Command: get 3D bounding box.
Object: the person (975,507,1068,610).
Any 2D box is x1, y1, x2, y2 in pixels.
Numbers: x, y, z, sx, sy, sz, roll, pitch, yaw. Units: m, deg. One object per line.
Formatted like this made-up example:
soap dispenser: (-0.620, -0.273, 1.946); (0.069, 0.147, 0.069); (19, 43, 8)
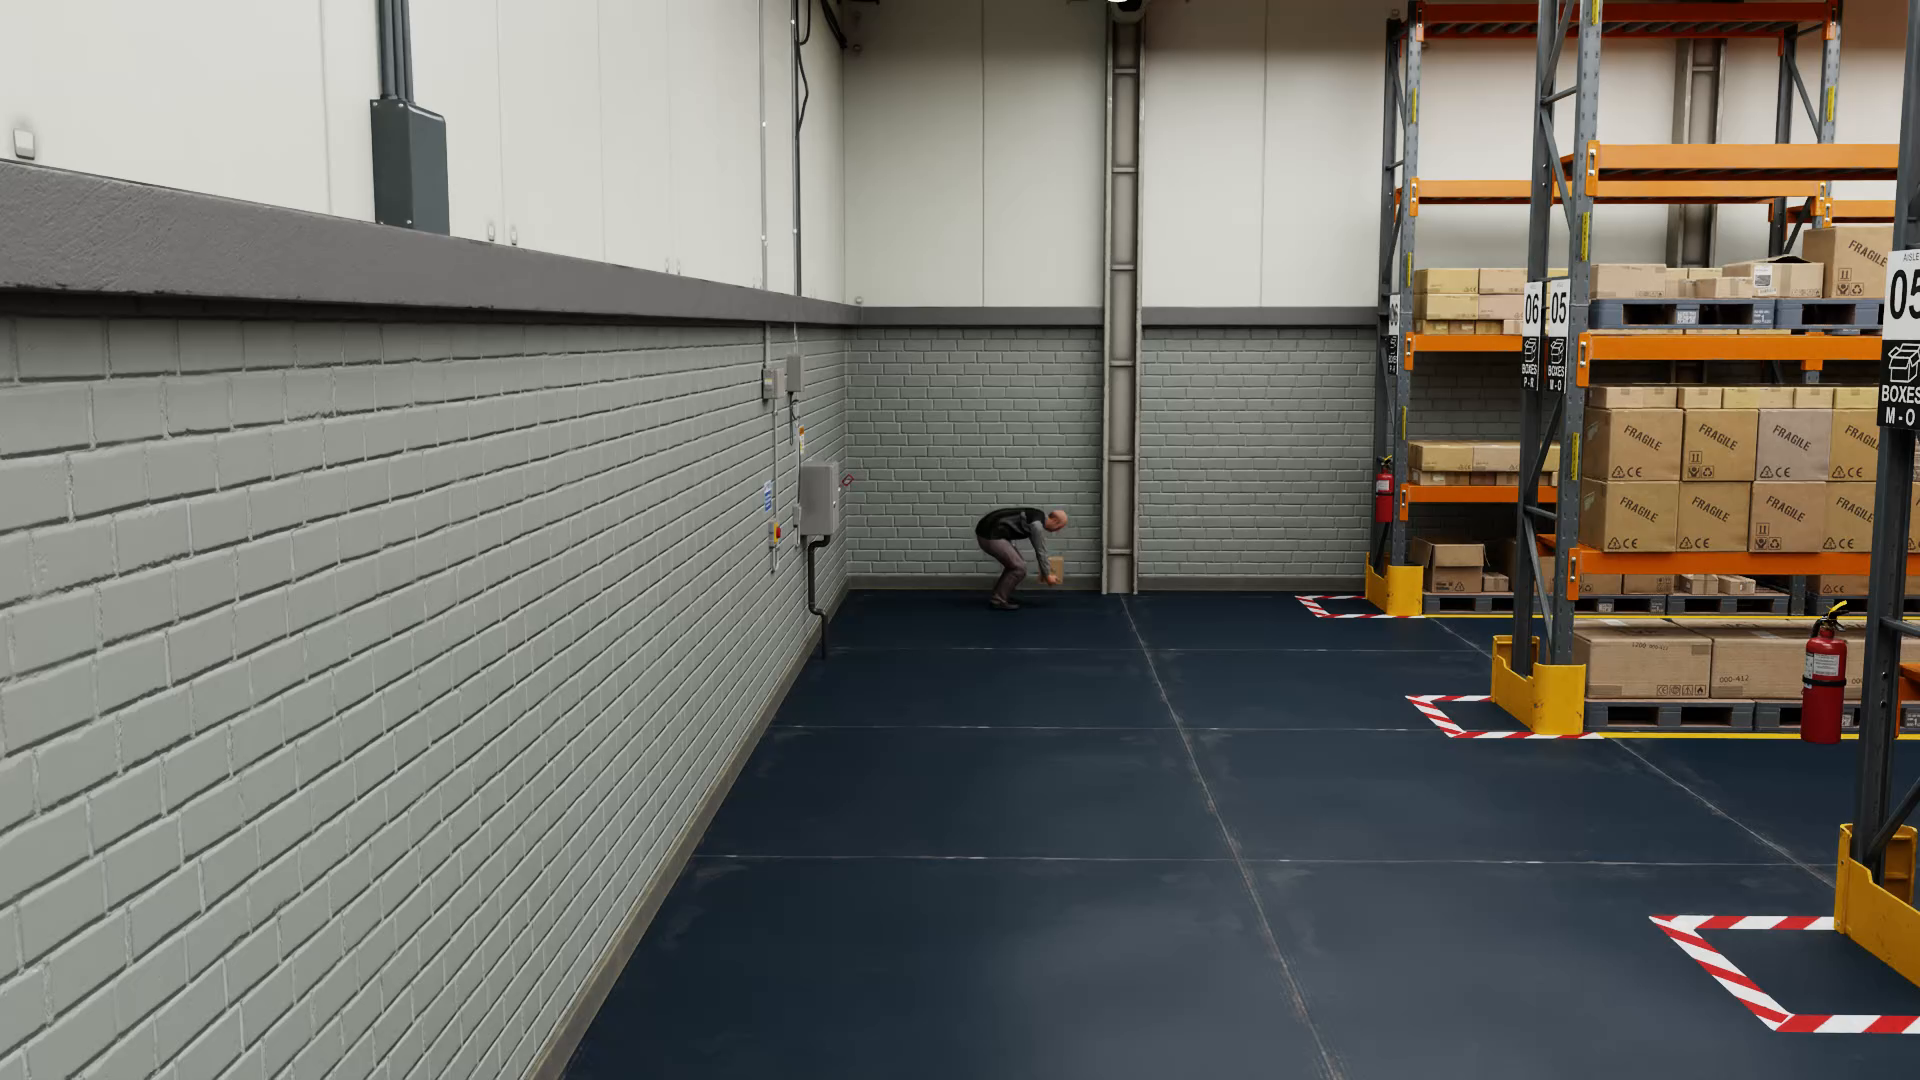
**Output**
person: (0.633, 0.179, 17.151); (0.951, 1.048, 0.508); (0, 7, -2)
